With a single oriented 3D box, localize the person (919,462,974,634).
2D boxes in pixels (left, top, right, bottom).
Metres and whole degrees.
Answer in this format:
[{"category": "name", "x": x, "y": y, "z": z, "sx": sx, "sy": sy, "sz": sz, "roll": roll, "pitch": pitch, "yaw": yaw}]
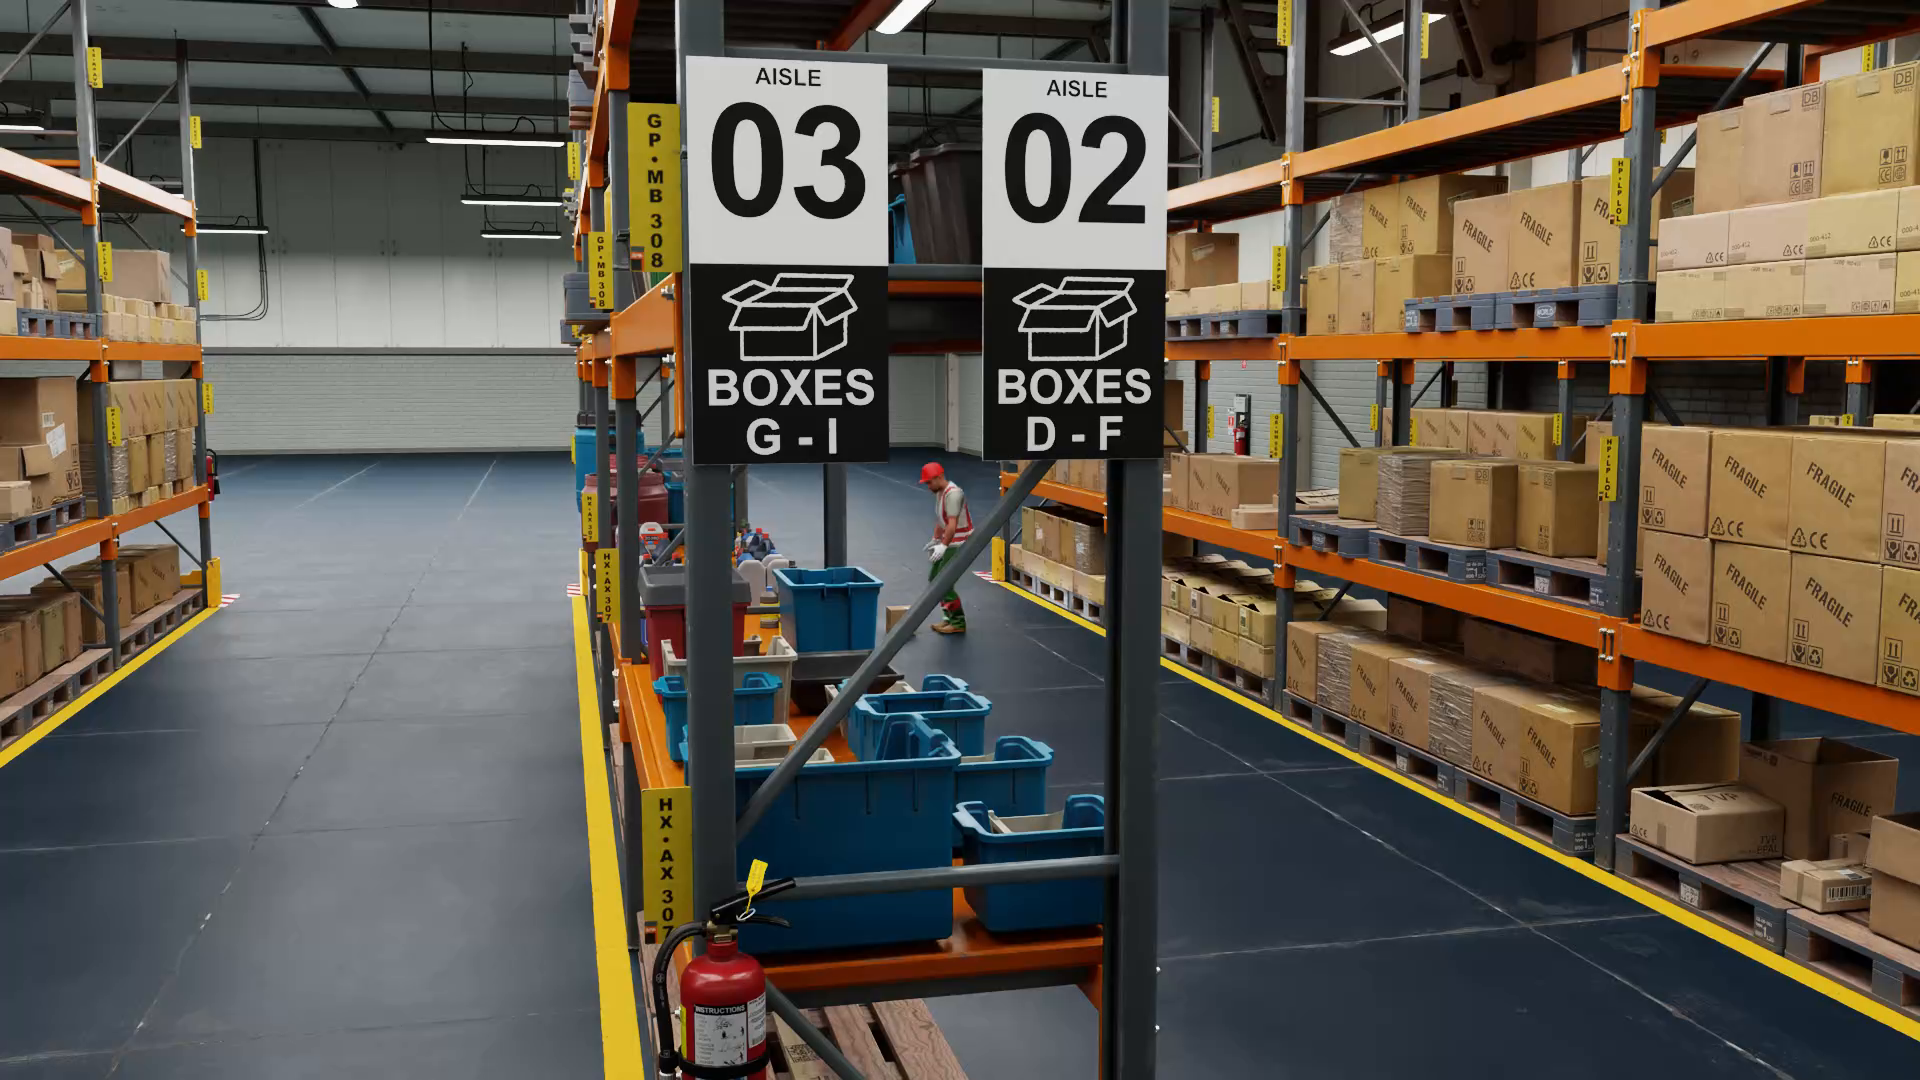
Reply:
[{"category": "person", "x": -0.128, "y": 0.073, "z": 16.186, "sx": 0.558, "sy": 1.666, "sz": 0.560, "roll": -1, "pitch": 6, "yaw": -12}]
